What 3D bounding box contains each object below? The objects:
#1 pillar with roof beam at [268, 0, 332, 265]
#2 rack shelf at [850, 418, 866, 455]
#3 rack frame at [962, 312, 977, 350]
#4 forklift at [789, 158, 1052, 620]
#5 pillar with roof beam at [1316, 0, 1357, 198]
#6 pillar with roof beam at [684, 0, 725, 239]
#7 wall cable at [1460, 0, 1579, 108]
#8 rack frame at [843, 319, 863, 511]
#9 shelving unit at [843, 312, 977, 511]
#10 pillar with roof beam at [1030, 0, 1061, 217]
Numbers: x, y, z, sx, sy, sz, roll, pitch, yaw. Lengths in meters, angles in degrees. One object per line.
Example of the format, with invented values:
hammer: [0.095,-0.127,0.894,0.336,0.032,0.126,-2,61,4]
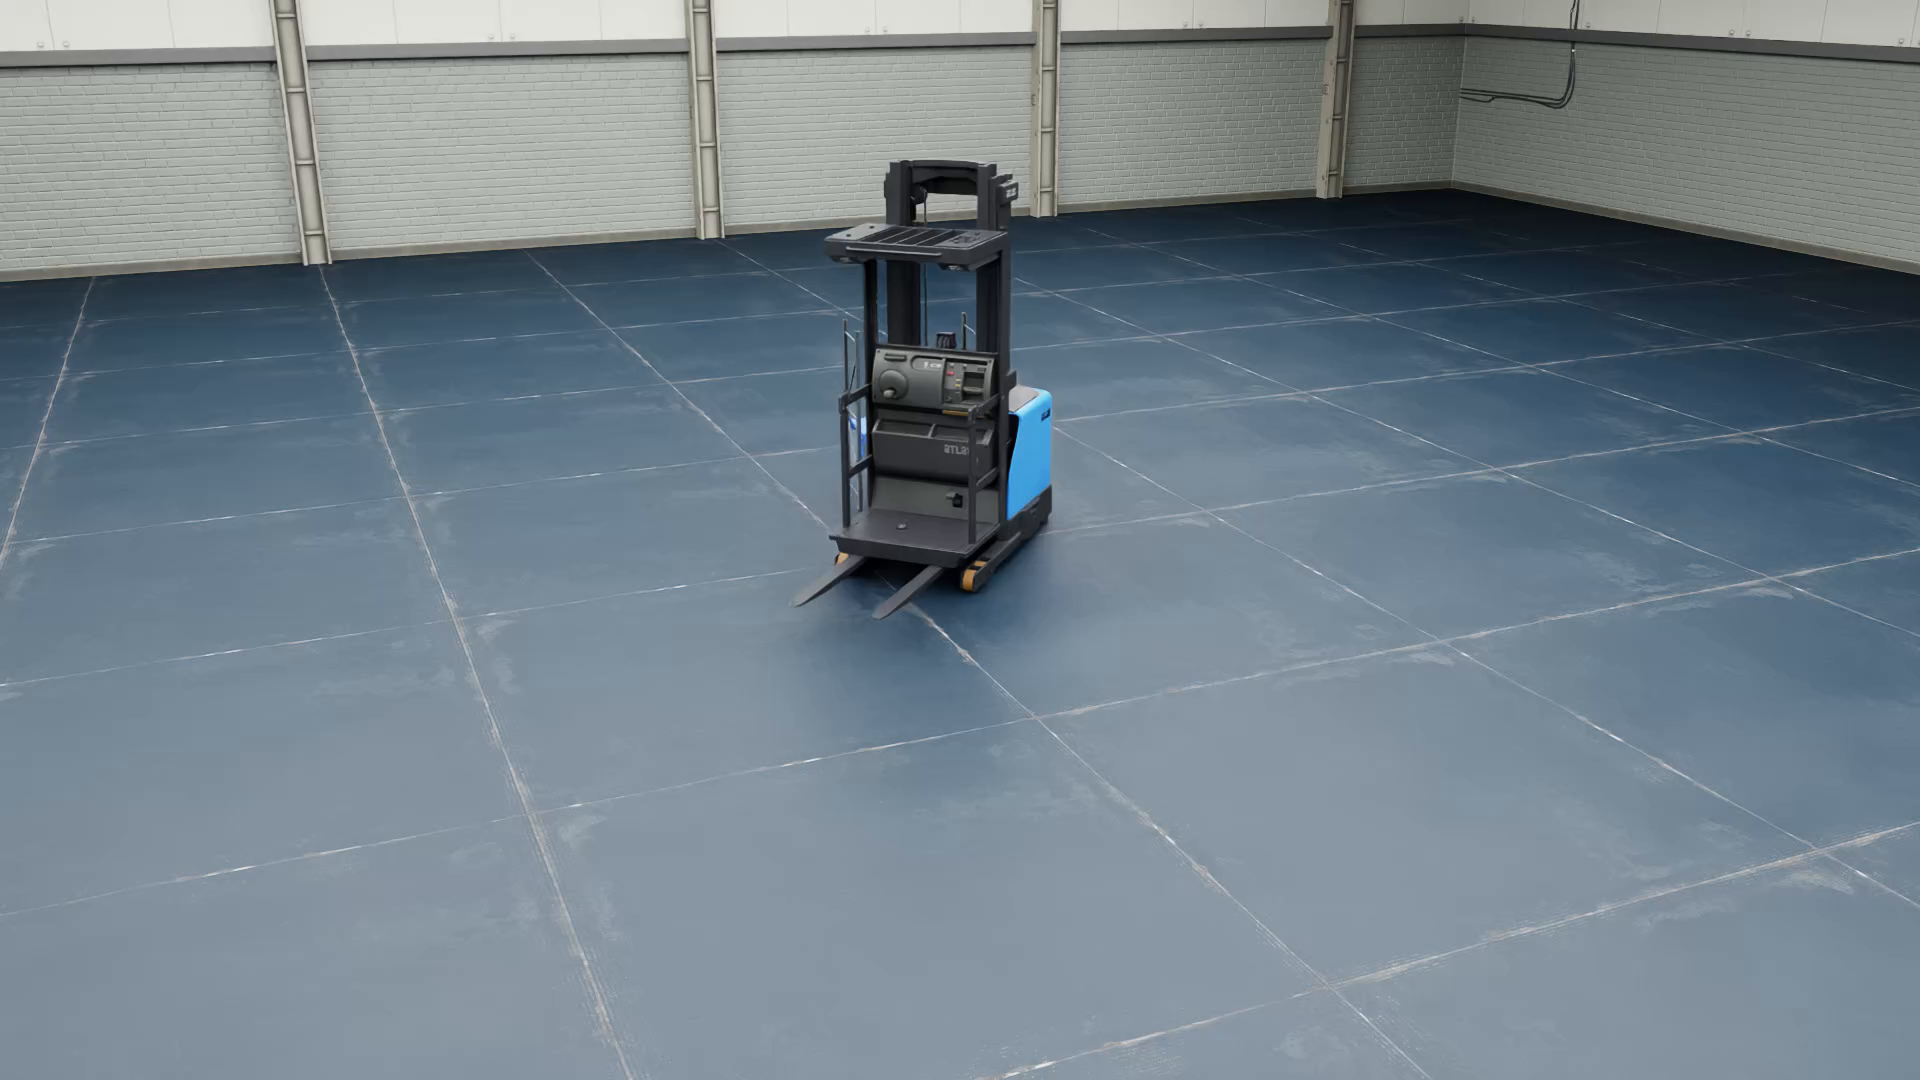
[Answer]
pillar with roof beam: [-7.850,-7.054,19.507,0.400,9.000,9.100,-8,21,-22]
rack shelf: [-0.392,-0.902,13.868,1.000,0.185,0.538,-5,20,-15]
rack frame: [0.097,-1.118,13.938,0.032,1.500,0.500,-5,20,-15]
forklift: [-0.276,-1.163,11.911,1.130,2.935,3.031,8,21,20]
pillar with roof beam: [8.678,-9.422,26.232,0.400,9.000,9.100,-8,21,-22]
pillar with roof beam: [-2.341,-7.843,21.749,0.400,9.000,9.100,-8,21,-22]
wall cable: [10.201,-9.255,30.432,0.112,2.526,3.097,-8,21,-22]
rack frame: [-0.882,-1.026,13.678,0.032,1.500,0.500,-5,20,-15]
shelving unit: [-0.392,-1.072,13.808,1.048,1.500,0.538,-5,20,-15]
pillar with roof beam: [3.169,-8.633,23.990,0.400,9.000,9.100,-8,21,-22]
